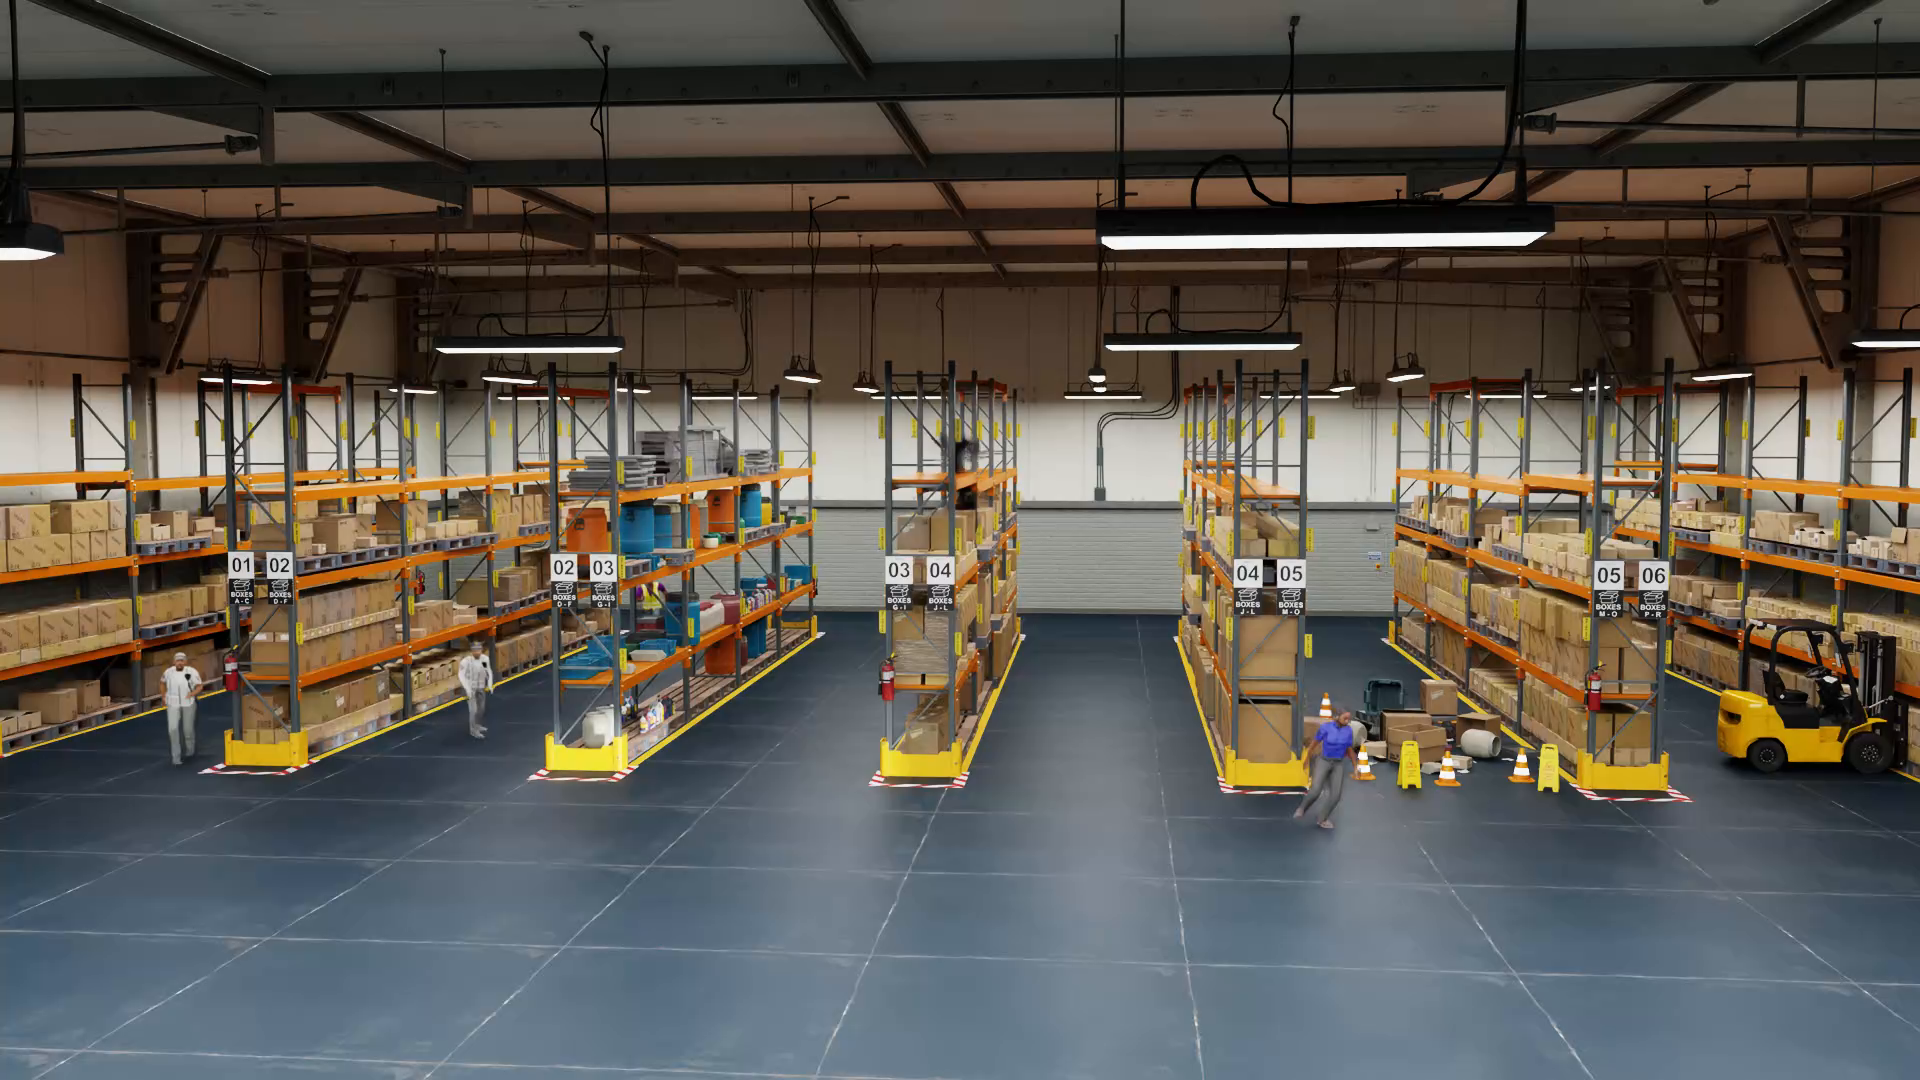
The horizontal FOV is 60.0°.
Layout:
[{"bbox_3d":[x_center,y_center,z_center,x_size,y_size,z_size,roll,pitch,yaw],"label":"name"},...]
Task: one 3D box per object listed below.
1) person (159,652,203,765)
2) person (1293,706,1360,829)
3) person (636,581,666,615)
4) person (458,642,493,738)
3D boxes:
[{"bbox_3d":[-11.801,2.515,25.216,0.617,1.669,0.809,-1,4,-20],"label":"person"},{"bbox_3d":[4.615,2.836,20.912,0.732,1.574,0.616,-1,4,-11],"label":"person"},{"bbox_3d":[-7.154,1.601,38.605,0.727,1.734,0.976,0,4,-4],"label":"person"},{"bbox_3d":[-7.938,2.427,27.163,0.604,1.626,0.755,-3,5,-42],"label":"person"}]
